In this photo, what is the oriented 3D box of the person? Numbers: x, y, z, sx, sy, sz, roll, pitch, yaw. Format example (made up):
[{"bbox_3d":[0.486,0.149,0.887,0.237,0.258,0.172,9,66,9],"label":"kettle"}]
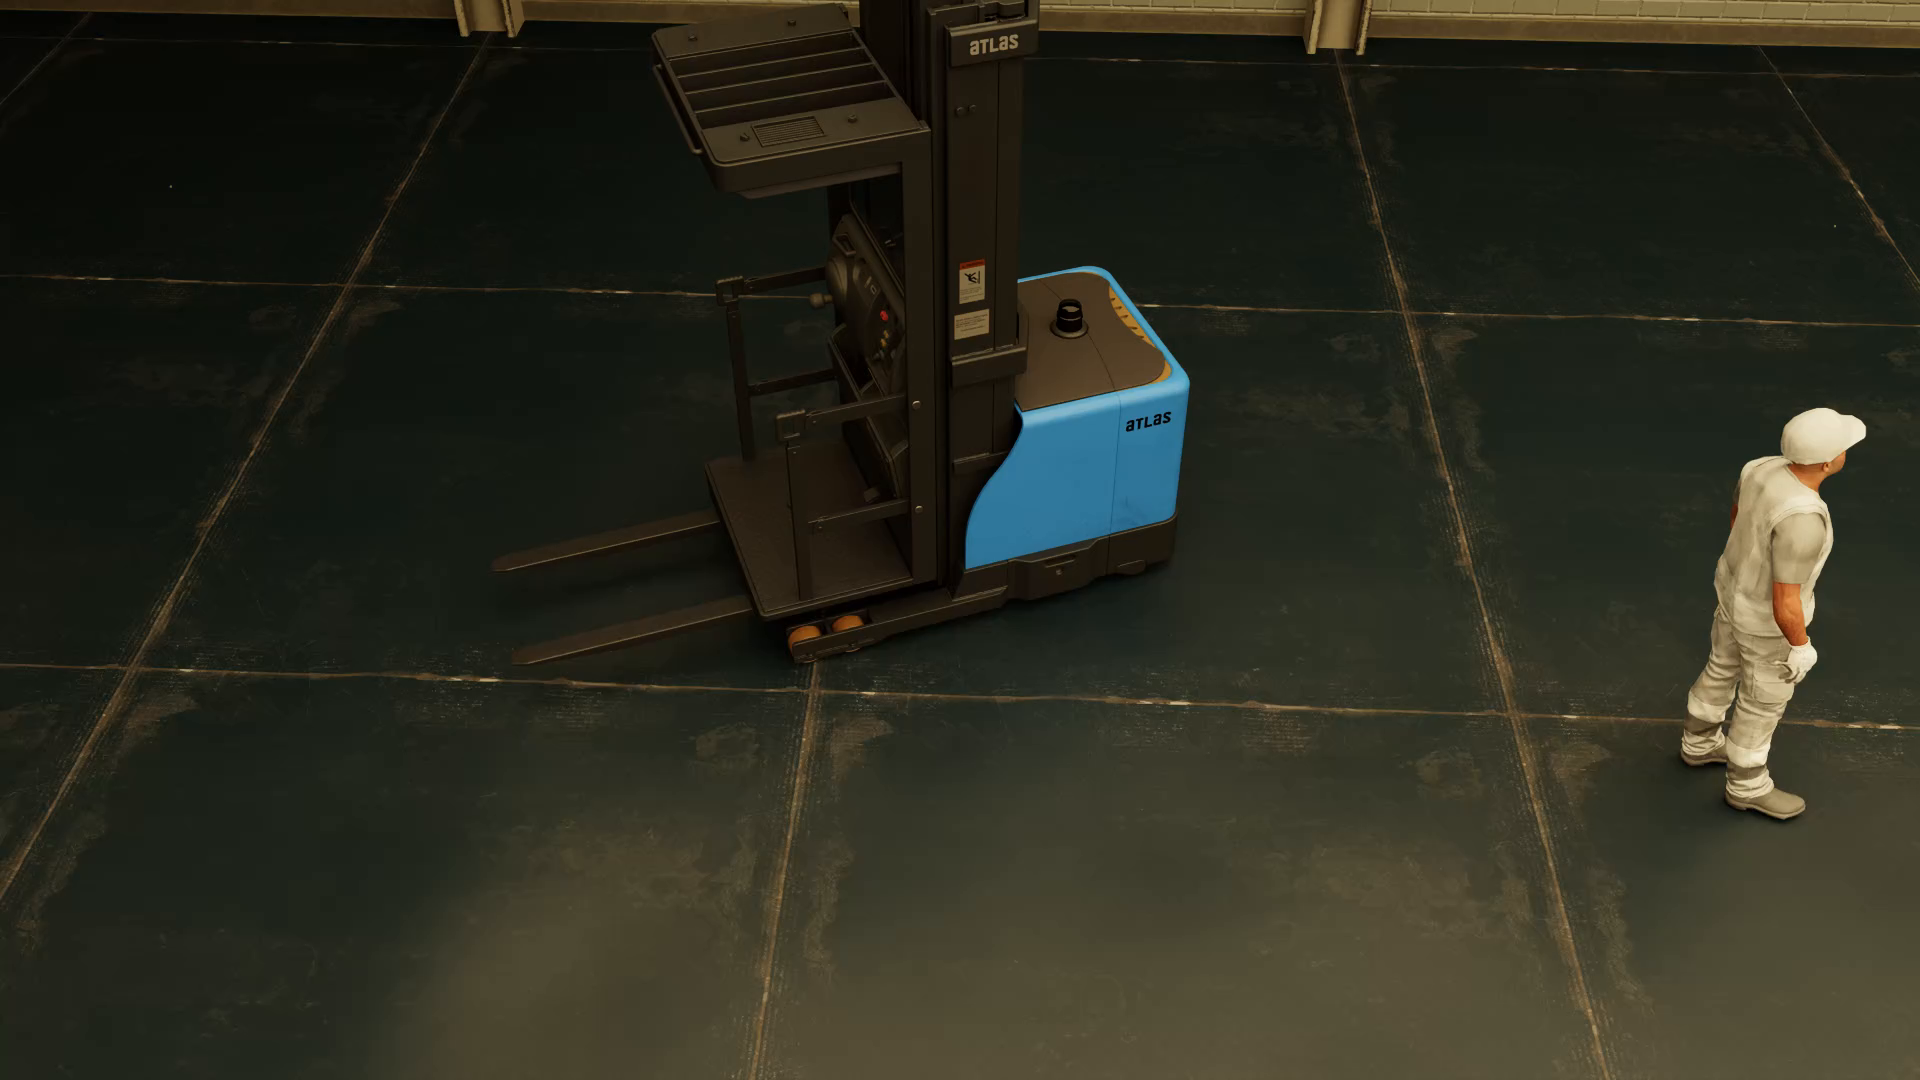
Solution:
[{"bbox_3d":[3.122,0.256,6.297,0.564,1.788,0.637,1,42,1],"label":"person"}]

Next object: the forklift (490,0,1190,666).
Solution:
[{"bbox_3d":[-0.573,-0.945,6.778,3.031,2.935,1.130,-13,44,-14],"label":"forklift"}]
